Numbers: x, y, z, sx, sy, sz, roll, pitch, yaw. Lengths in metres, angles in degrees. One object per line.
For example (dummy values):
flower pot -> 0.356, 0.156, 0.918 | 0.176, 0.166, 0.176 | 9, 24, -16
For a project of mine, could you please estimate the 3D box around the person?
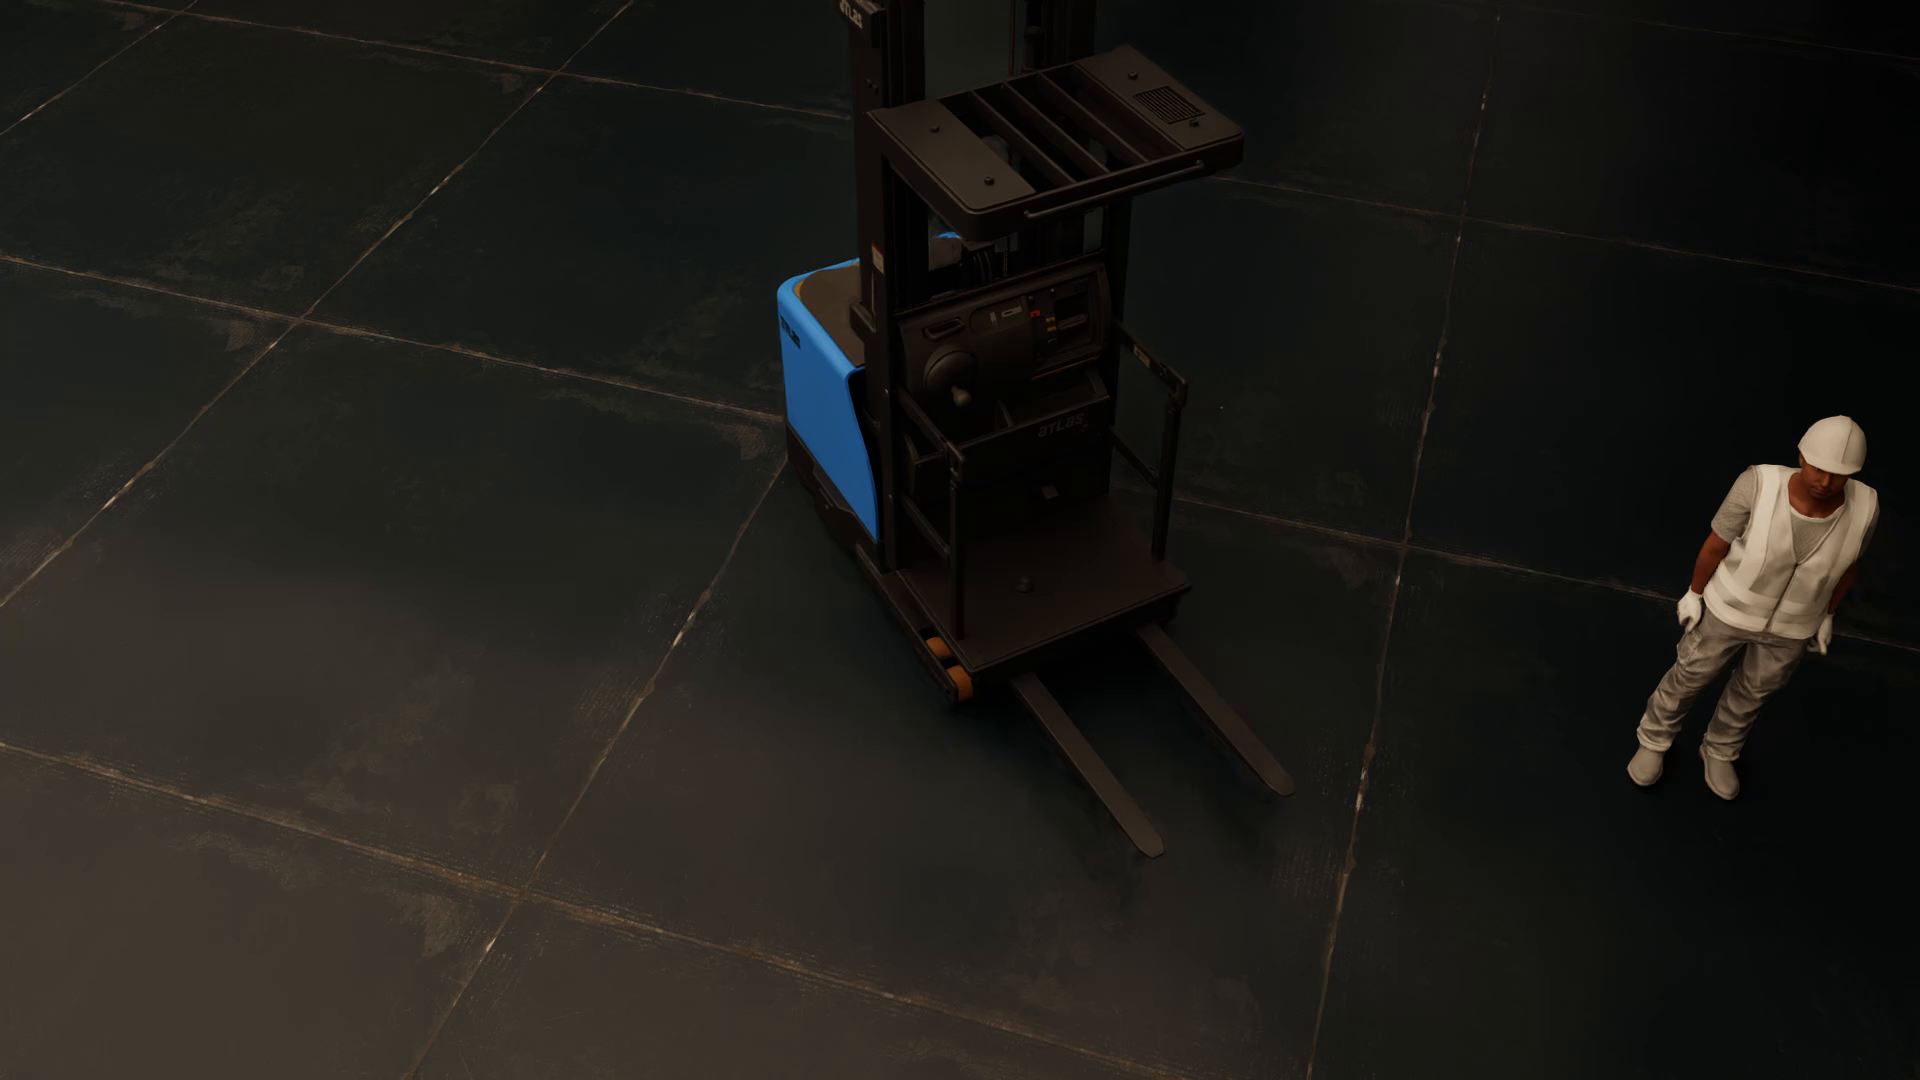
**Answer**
person -> 2.998, 0.275, 6.233 | 0.549, 1.790, 0.369 | 10, 44, 11

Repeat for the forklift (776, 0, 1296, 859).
forklift -> 0.295, -0.731, 6.475 | 1.130, 2.935, 3.031 | -20, 47, -20
